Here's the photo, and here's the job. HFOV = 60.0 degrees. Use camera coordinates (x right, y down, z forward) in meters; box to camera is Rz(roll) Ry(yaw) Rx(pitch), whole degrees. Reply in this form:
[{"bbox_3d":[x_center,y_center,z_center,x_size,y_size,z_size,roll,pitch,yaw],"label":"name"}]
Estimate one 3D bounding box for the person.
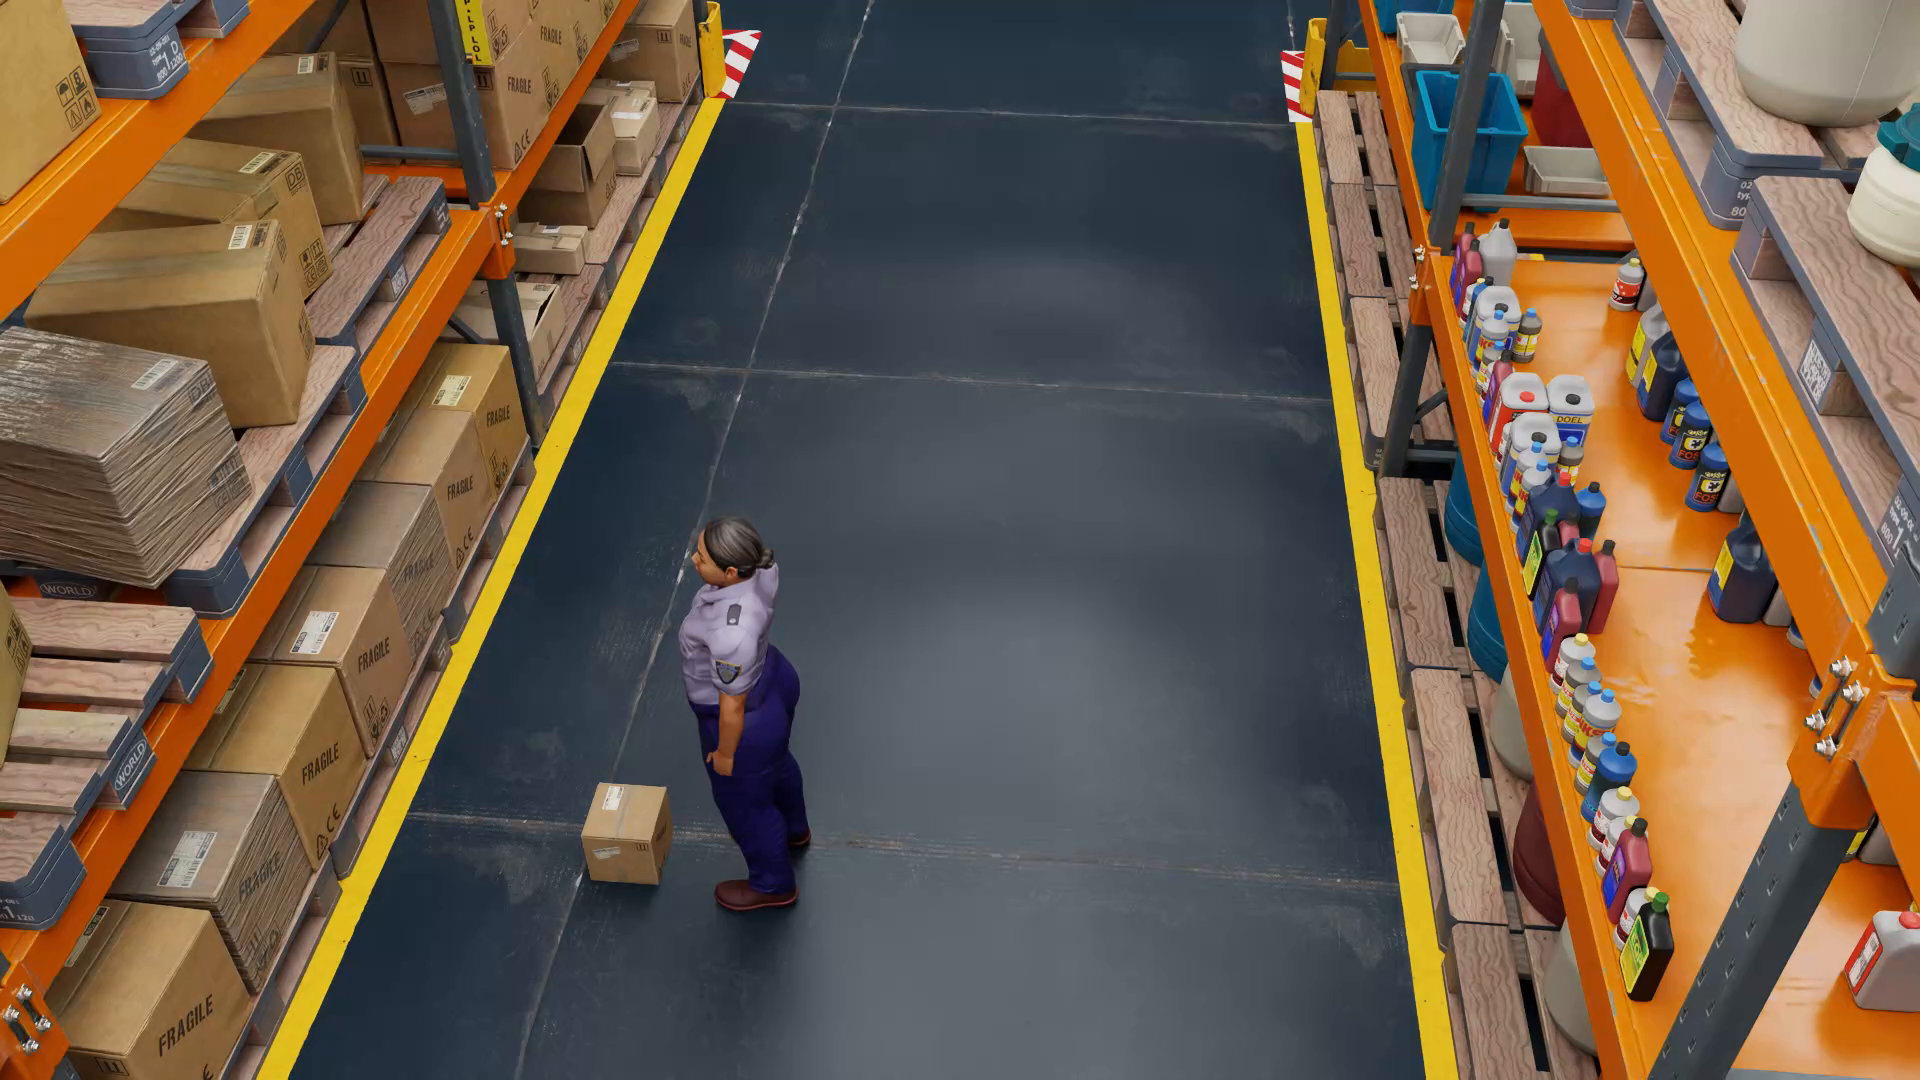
[{"bbox_3d":[-0.722,0.577,5.502,0.345,1.636,0.466,4,40,5],"label":"person"}]
